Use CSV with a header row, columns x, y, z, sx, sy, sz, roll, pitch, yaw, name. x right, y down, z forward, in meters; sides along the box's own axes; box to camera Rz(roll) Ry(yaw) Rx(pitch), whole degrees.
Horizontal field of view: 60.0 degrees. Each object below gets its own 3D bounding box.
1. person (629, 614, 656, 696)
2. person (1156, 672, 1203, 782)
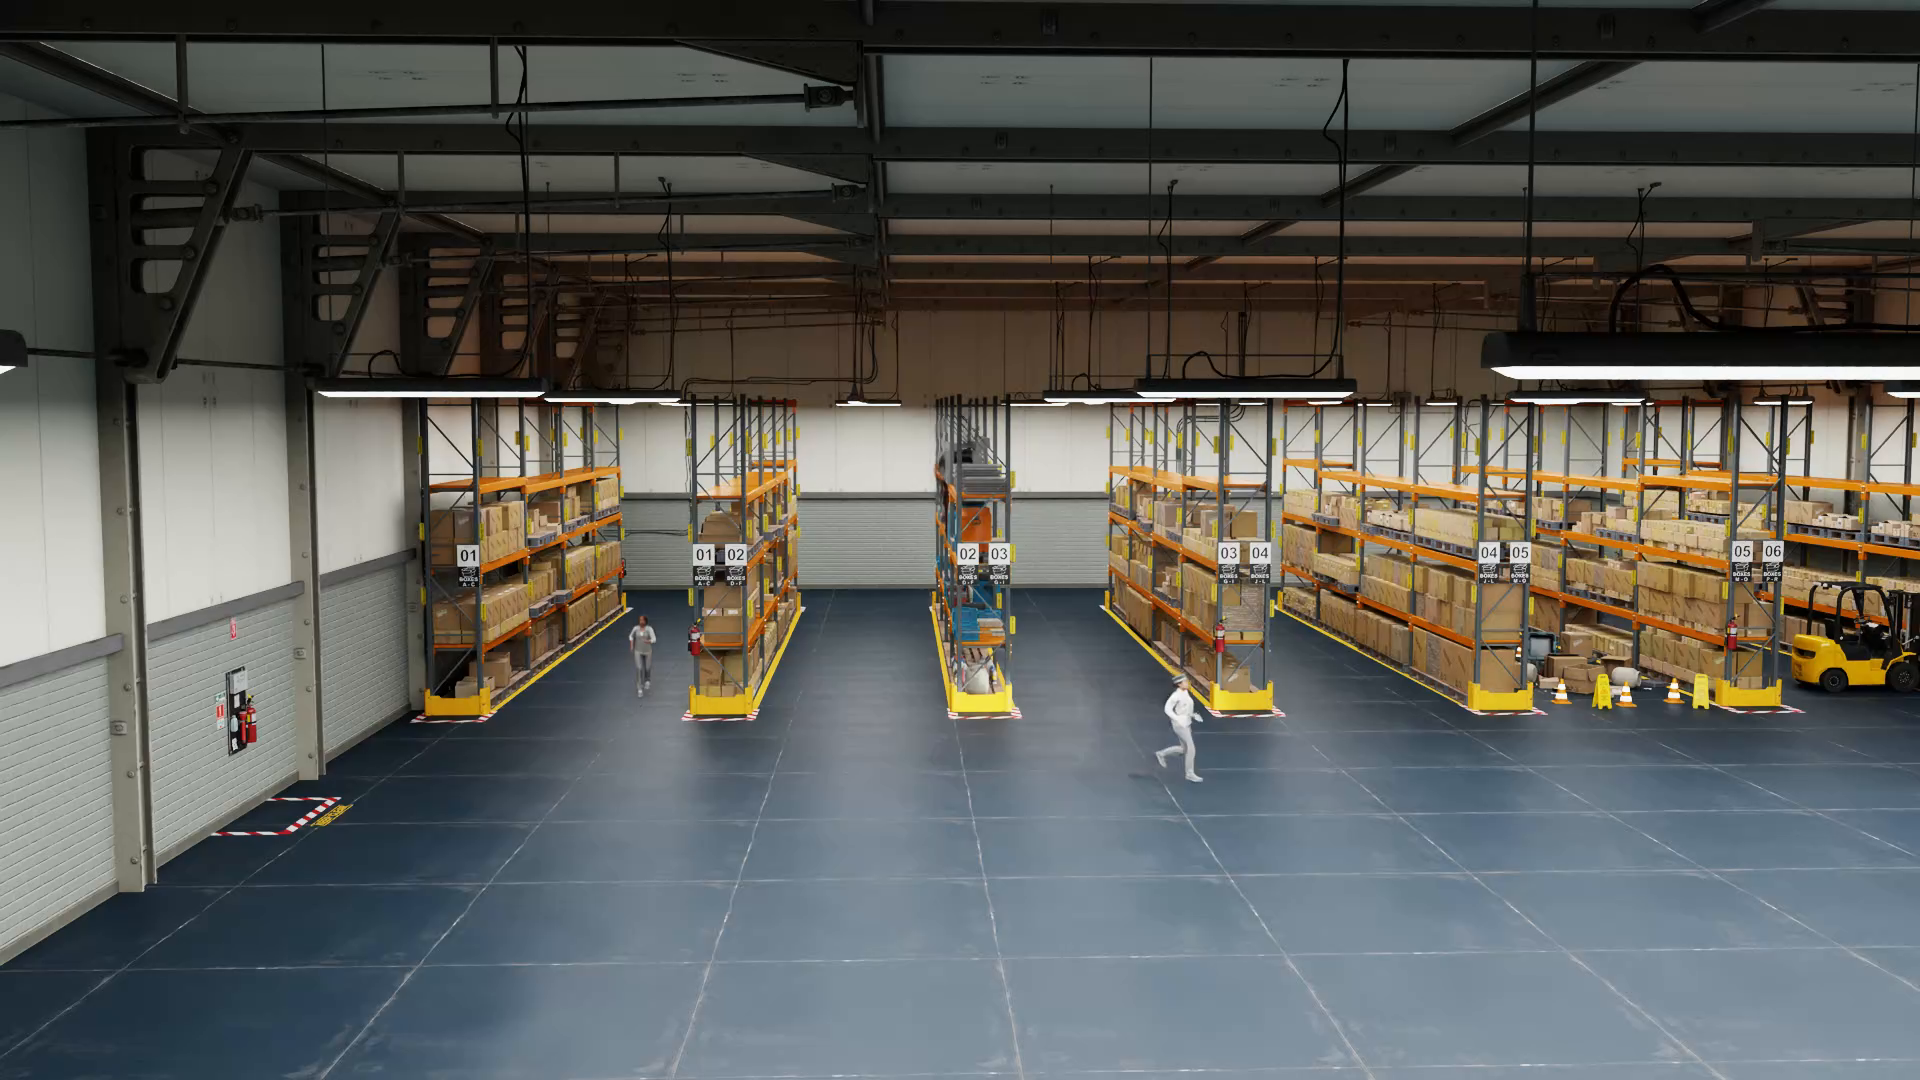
x,y,z,sx,sy,sz,roll,pitch,yaw,name
-6.355,2.294,33.315,0.534,1.565,0.889,-1,5,-9,person
3.383,2.879,25.709,0.780,1.687,0.618,2,5,25,person
